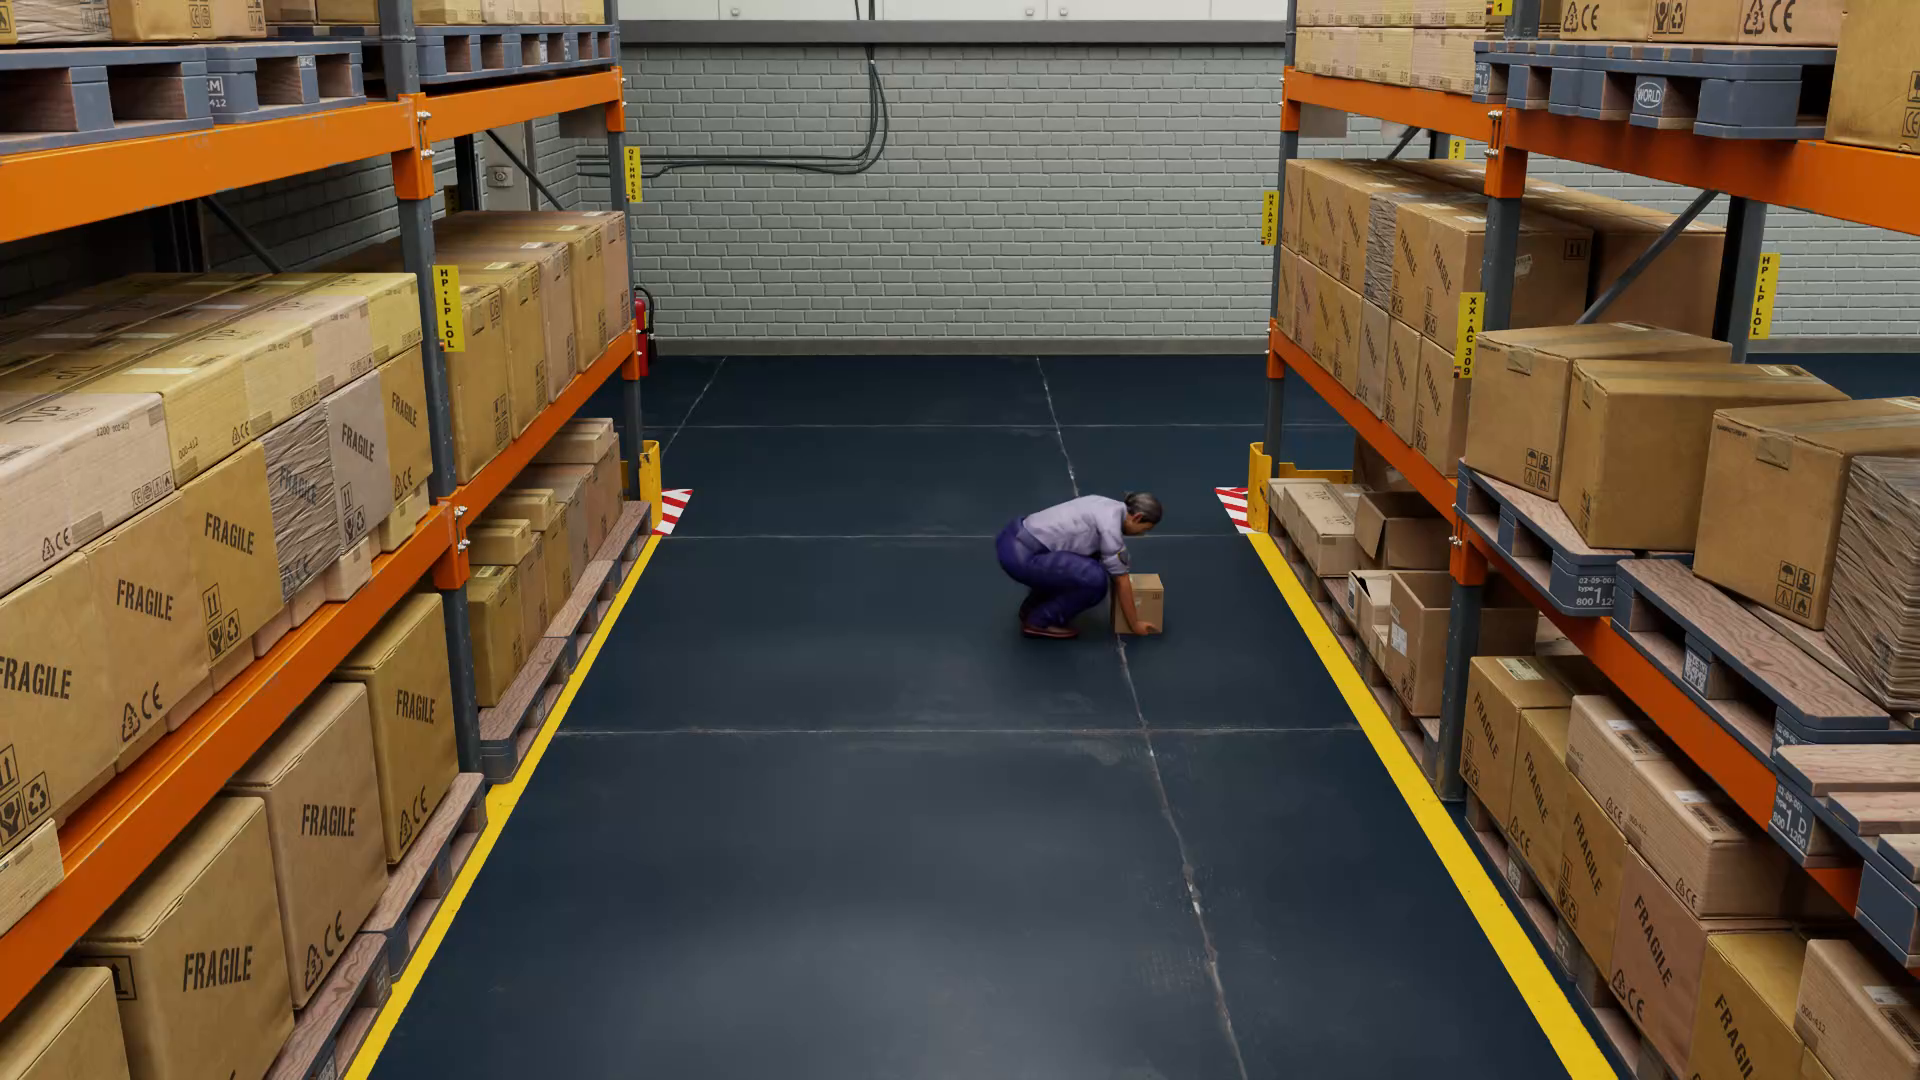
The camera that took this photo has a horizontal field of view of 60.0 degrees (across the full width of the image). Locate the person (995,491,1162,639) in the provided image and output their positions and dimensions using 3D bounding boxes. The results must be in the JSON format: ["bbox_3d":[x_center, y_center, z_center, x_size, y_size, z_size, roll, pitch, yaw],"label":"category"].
[{"bbox_3d":[0.624,0.123,8.763,0.874,0.761,0.510,-1,17,-2],"label":"person"}]
